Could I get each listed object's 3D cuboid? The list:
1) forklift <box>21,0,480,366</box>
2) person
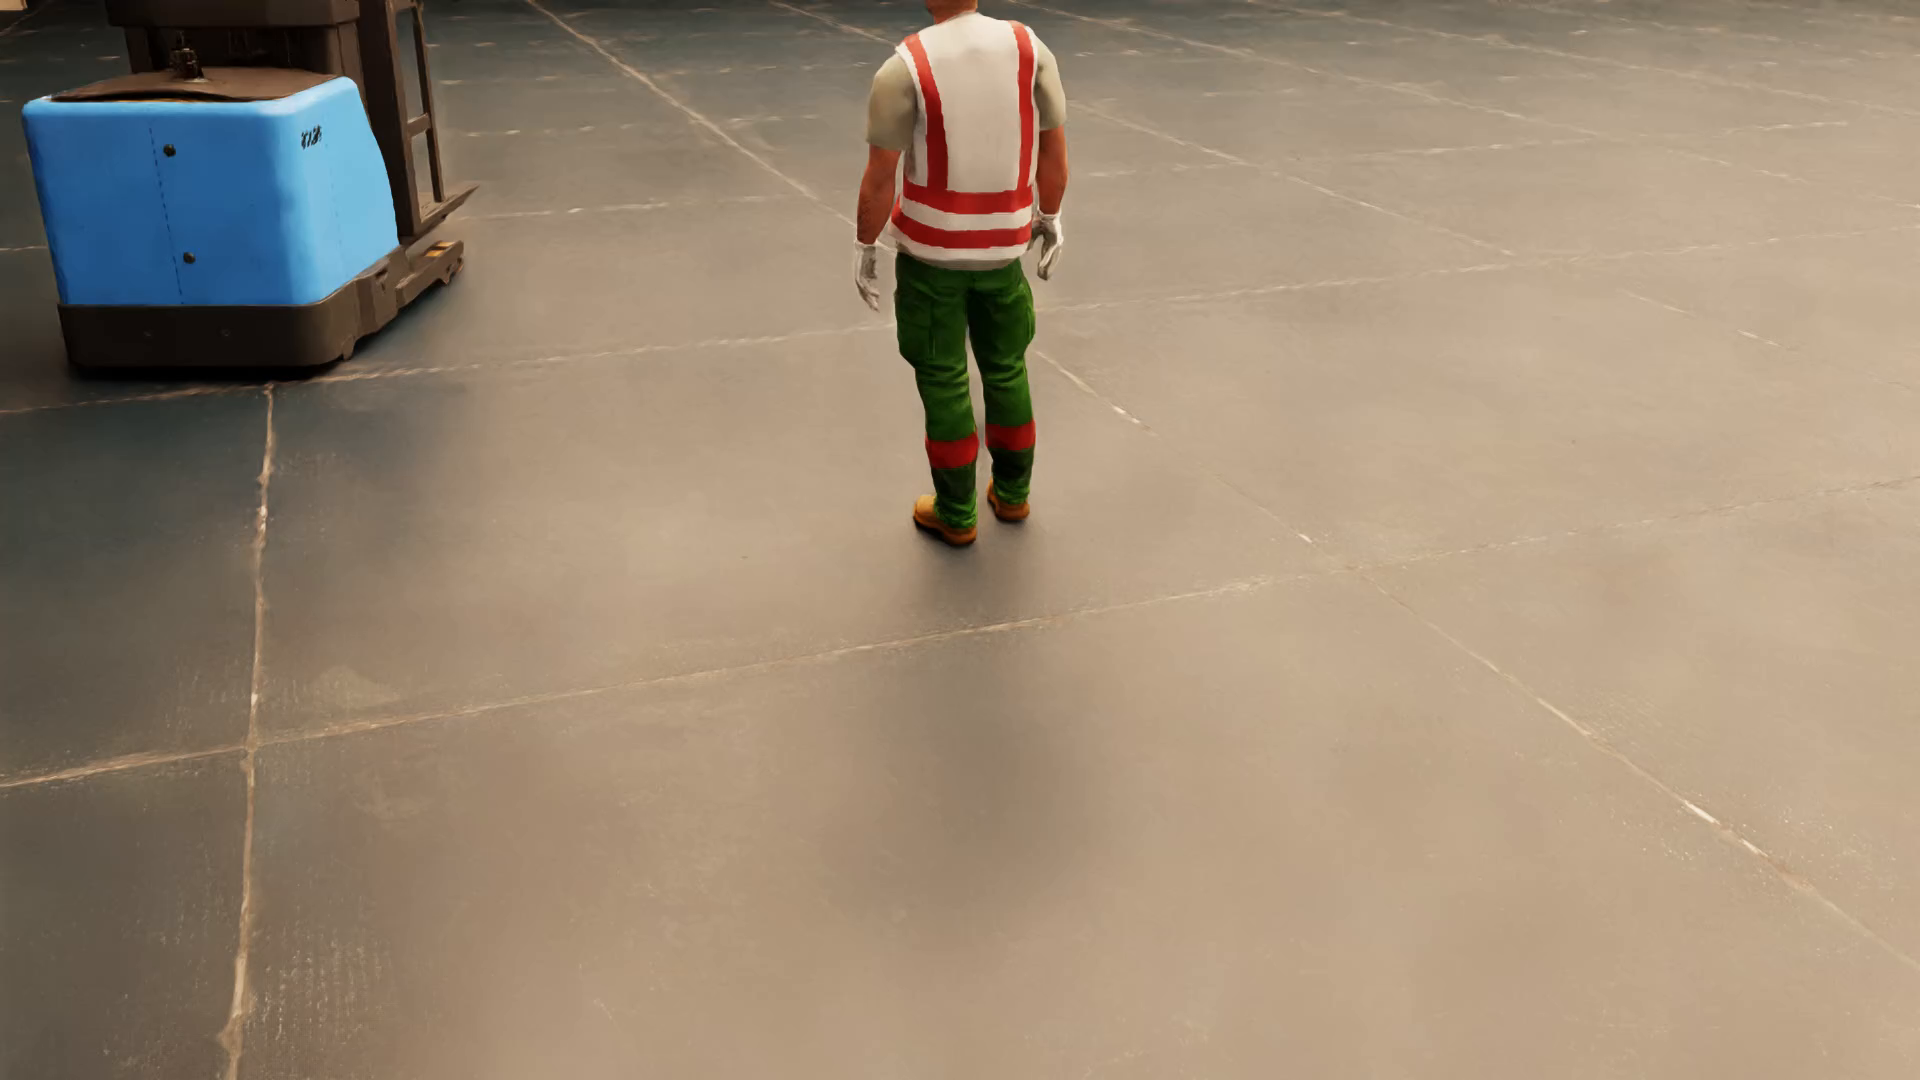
[{"bbox_3d":[-3.009,-2.554,7.372,1.130,2.935,3.031,0,23,0],"label":"forklift"},{"bbox_3d":[-0.017,-0.862,4.803,0.637,1.787,0.563,-8,24,-18],"label":"person"}]
